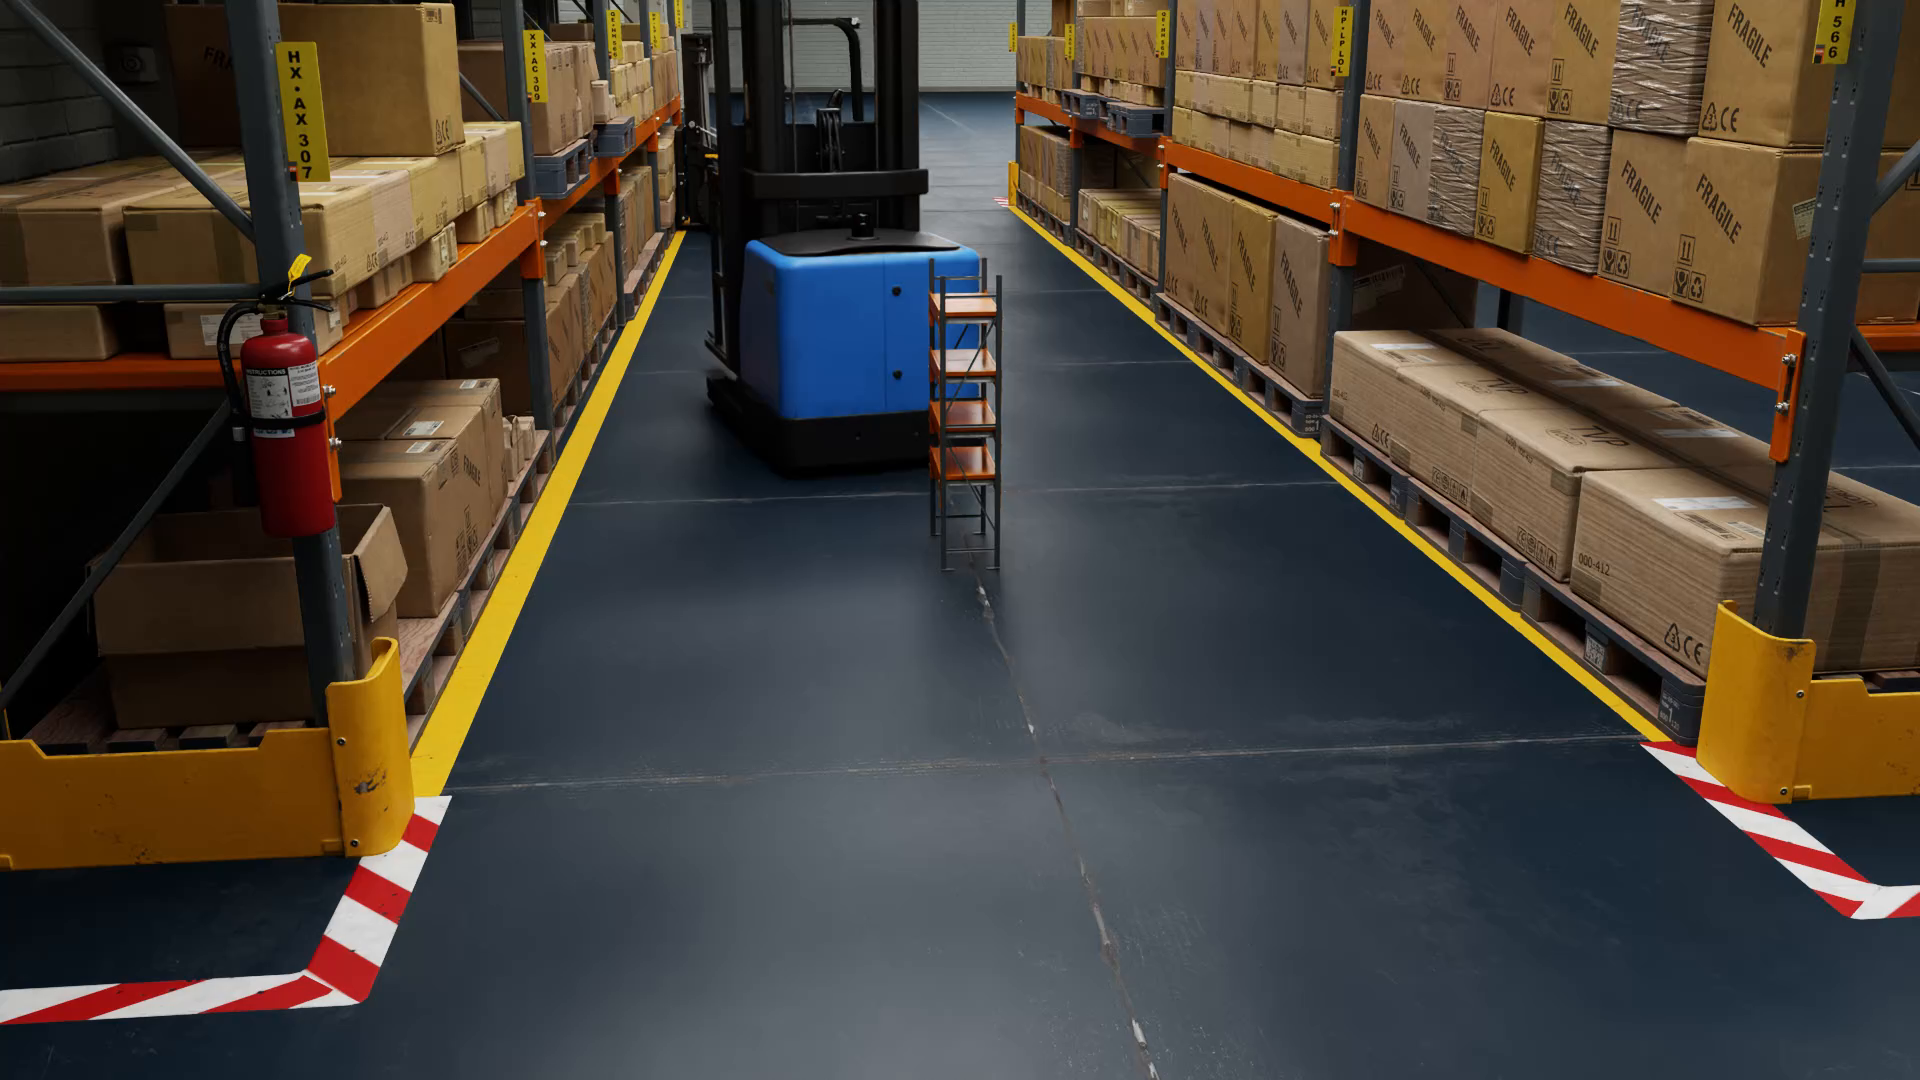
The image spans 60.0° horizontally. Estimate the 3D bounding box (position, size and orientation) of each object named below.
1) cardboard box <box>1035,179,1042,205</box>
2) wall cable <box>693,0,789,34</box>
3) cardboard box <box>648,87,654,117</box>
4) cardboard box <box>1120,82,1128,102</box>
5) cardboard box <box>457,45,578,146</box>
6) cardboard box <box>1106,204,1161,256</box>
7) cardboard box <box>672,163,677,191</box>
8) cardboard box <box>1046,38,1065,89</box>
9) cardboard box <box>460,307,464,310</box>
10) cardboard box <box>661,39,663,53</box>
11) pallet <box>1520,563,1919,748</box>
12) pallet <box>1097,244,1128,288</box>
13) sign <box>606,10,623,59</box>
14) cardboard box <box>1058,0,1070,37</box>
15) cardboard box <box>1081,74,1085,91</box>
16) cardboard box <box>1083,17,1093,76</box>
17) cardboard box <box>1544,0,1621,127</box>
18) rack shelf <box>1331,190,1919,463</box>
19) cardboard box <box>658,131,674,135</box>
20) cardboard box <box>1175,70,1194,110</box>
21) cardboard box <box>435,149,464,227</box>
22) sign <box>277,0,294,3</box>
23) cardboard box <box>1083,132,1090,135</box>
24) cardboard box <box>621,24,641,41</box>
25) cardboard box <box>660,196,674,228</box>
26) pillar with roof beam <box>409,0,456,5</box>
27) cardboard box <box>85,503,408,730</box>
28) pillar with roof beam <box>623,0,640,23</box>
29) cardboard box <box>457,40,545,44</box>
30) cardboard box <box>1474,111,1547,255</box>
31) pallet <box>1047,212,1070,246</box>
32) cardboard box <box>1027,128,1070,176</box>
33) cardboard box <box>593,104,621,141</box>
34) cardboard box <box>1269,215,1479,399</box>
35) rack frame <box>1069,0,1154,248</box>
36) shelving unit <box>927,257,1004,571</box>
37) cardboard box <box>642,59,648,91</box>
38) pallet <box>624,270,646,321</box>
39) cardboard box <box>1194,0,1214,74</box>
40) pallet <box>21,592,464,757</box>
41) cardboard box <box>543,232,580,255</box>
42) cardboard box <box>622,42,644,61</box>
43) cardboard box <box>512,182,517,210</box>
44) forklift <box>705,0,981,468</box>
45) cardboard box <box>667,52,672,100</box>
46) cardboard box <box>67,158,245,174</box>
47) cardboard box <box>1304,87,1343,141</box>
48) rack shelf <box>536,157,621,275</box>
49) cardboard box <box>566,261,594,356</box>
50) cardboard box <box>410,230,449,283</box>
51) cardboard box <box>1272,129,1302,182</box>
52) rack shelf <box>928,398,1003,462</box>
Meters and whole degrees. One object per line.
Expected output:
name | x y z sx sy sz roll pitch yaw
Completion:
cardboard box | 1.092 -3.840 18.290 0.500 0.250 0.500 -1 17 -2
wall cable | -6.675 -16.363 49.457 3.097 2.526 0.112 -2 18 -6
cardboard box | -3.042 -3.955 15.018 0.500 0.250 0.500 -1 17 -4
cardboard box | 1.496 -3.610 13.388 0.380 0.149 0.250 -1 17 -5
cardboard box | -2.410 -2.339 8.750 0.700 0.500 0.500 -2 17 -5
cardboard box | 1.790 -2.692 14.431 0.950 0.372 0.625 -1 17 -4
cardboard box | -3.192 -3.750 17.167 0.500 0.250 0.500 -2 18 -6
cardboard box | 1.171 -4.945 17.257 0.500 0.500 0.500 -1 17 -4
cardboard box | -2.407 -1.298 8.692 0.380 0.149 0.250 -2 18 -7
cardboard box | -3.266 -5.090 17.133 0.380 0.149 0.250 -2 18 -7
pallet | 2.660 0.347 5.721 1.003 0.211 1.213 -2 18 -6
pallet | 1.793 -2.397 14.458 1.003 0.211 1.213 -2 18 -6
sign | -2.403 -3.511 11.553 0.100 0.325 0.005 -2 18 -6
cardboard box | 1.484 -5.885 18.582 0.700 0.500 0.500 -2 18 -5
cardboard box | 1.325 -4.229 15.359 0.380 0.149 0.250 -2 17 -5
cardboard box | 1.398 -4.415 14.869 0.500 0.500 0.500 -2 18 -5
cardboard box | 2.402 -1.711 5.784 0.500 0.500 0.500 -2 18 -6
rack shelf | 2.614 -1.001 6.558 1.077 0.370 4.000 -2 18 -6
cardboard box | -3.289 -4.296 18.075 0.500 0.250 0.500 -2 17 -5
cardboard box | 1.801 -3.140 11.586 0.500 0.250 0.500 -2 18 -6
cardboard box | -2.077 -1.260 5.937 0.500 0.250 0.500 -2 18 -7
sign | -3.081 -2.319 7.624 0.100 0.325 0.005 -2 18 -6
cardboard box | 1.614 -4.225 18.263 0.500 0.500 0.500 -2 18 -7
cardboard box | -3.092 -4.772 15.623 0.380 0.149 0.250 -1 17 -5
cardboard box | -3.075 -3.212 16.288 0.500 0.250 0.500 -2 18 -5
pillar with roof beam | 0.309 -6.333 12.325 9.100 9.000 0.400 -2 18 -6
cardboard box | -2.086 0.212 4.961 0.797 0.503 0.637 -2 18 -8
pillar with roof beam | -1.548 -11.696 29.407 9.100 9.000 0.400 -2 18 -6
cardboard box | -3.044 -3.067 11.070 0.500 0.500 0.500 -1 17 -3
cardboard box | 2.341 -1.388 6.422 0.500 0.500 0.500 -1 17 -4
pallet | 1.478 -3.192 16.991 1.003 0.211 1.213 -2 18 -6
cardboard box | 1.039 -4.350 18.661 0.500 0.500 0.500 -2 18 -8
cardboard box | -2.745 -3.045 12.119 0.500 0.250 0.500 -2 18 -5
cardboard box | 2.264 -1.309 9.184 0.875 0.875 0.875 -1 17 -4
rack frame | 1.582 -4.323 15.940 1.000 3.000 0.127 -2 18 -6
shelving unit | 0.017 -0.523 6.840 0.258 1.200 0.503 -2 18 -6
cardboard box | -2.989 -4.044 14.467 0.500 0.250 0.500 -2 18 -7
pallet | -2.988 -1.893 12.855 1.003 0.211 1.213 -2 18 -6
cardboard box | 1.863 -3.354 11.017 0.500 0.500 0.500 -2 18 -5
pallet | -2.208 0.477 5.306 1.003 0.211 1.213 -2 18 -6
cardboard box | -2.589 -1.840 10.420 0.380 0.149 0.250 -2 18 -6
cardboard box | -2.922 -4.206 14.316 0.380 0.149 0.250 -2 18 -7
cardboard box | -2.245 -1.578 7.616 0.380 0.149 0.250 -2 17 -5
forklift | -0.832 -2.151 9.136 1.130 2.935 3.031 -6 18 -17
cardboard box | -3.358 -4.962 17.808 0.500 0.500 0.500 -2 18 -7
cardboard box | -2.527 -1.094 5.408 0.500 0.250 0.500 -1 17 -4
cardboard box | 2.120 -2.231 8.690 0.500 0.250 0.500 -2 18 -6
rack shelf | -2.736 -2.038 9.862 1.077 0.370 4.000 -2 18 -6
cardboard box | -2.515 -1.406 10.120 0.500 0.500 0.500 -2 18 -8
cardboard box | -1.961 -0.965 5.664 0.380 0.149 0.250 -2 18 -7
cardboard box | 2.059 -2.146 9.255 0.500 0.250 0.500 -2 18 -6
rack shelf | 0.017 -0.459 6.860 0.258 0.148 0.480 -2 18 -6
